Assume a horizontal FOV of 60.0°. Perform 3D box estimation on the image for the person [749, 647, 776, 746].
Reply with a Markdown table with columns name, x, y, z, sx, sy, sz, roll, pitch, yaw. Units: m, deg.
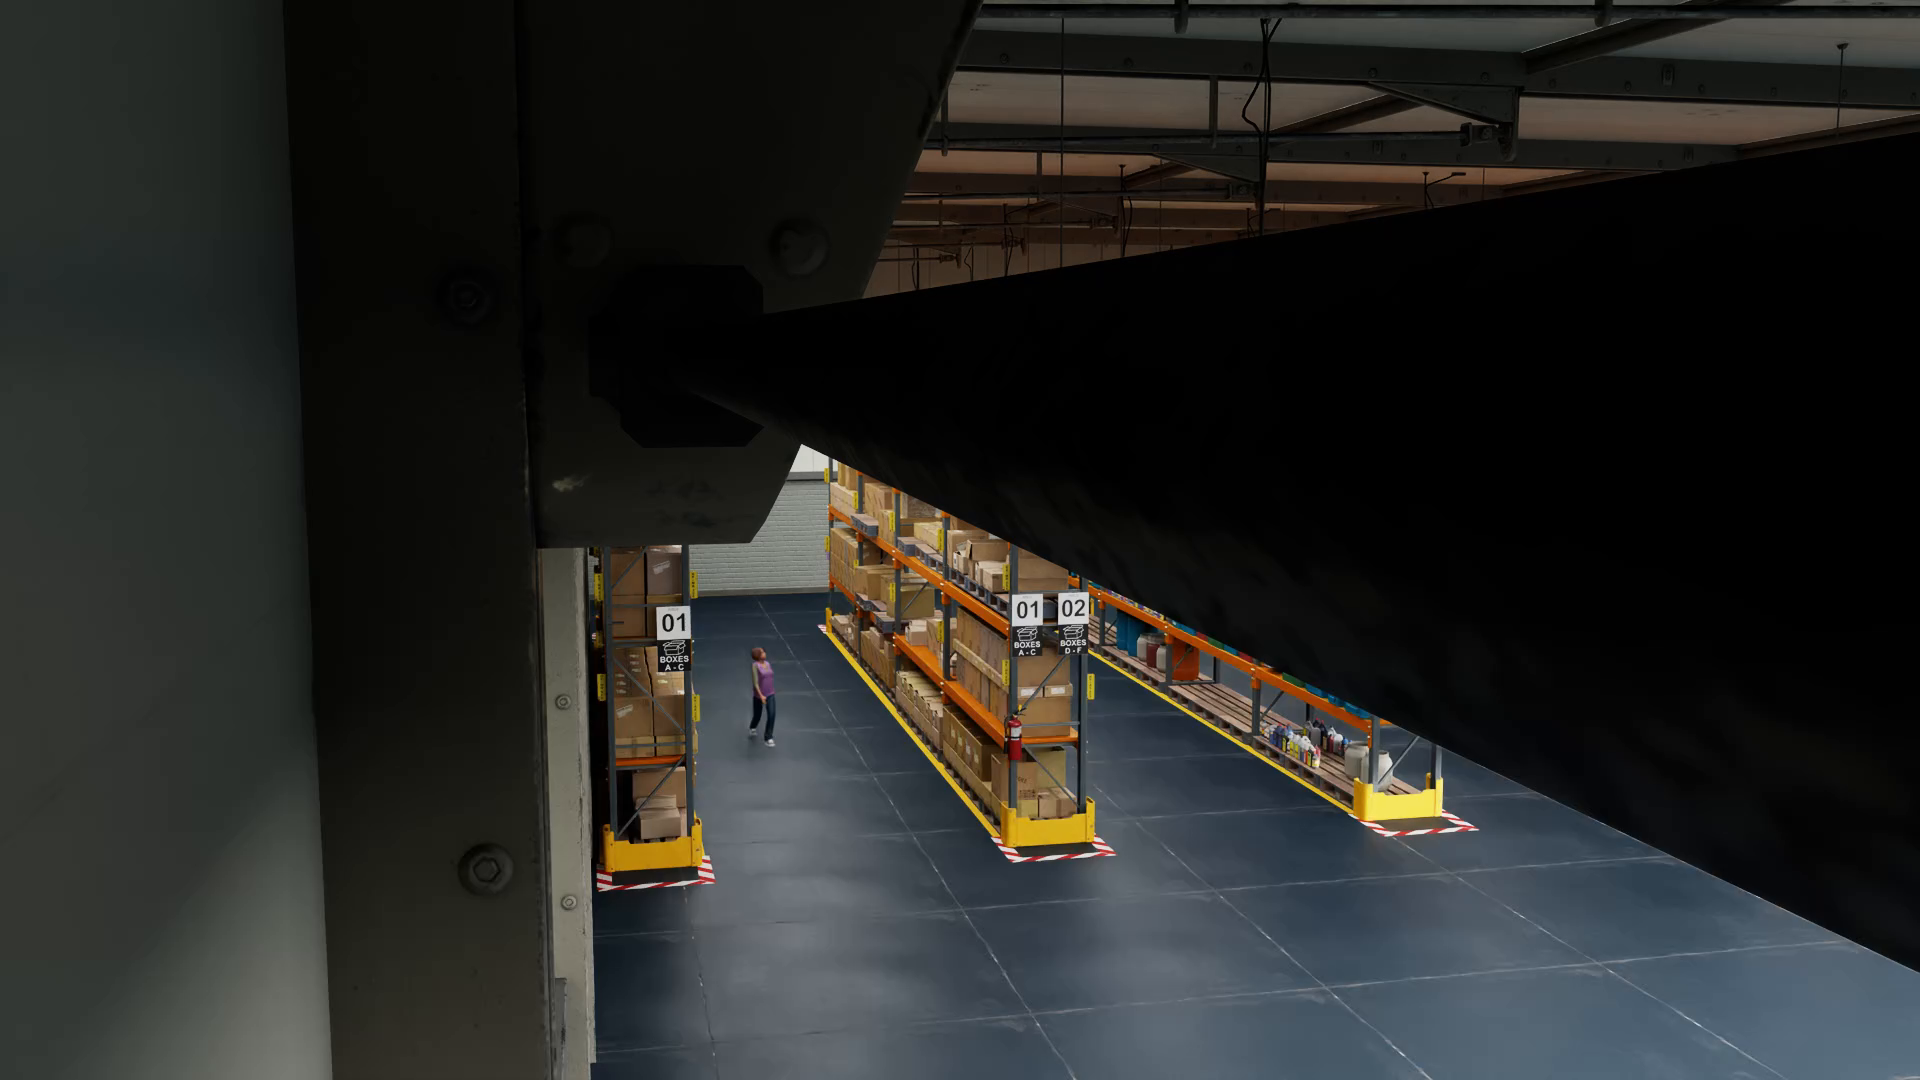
| name | x | y | z | sx | sy | sz | roll | pitch | yaw |
| --- | --- | --- | --- | --- | --- | --- | --- | --- | --- |
| person | -3.128 | 2.443 | 26.276 | 0.389 | 1.526 | 0.847 | -3 | 7 | -22 |
